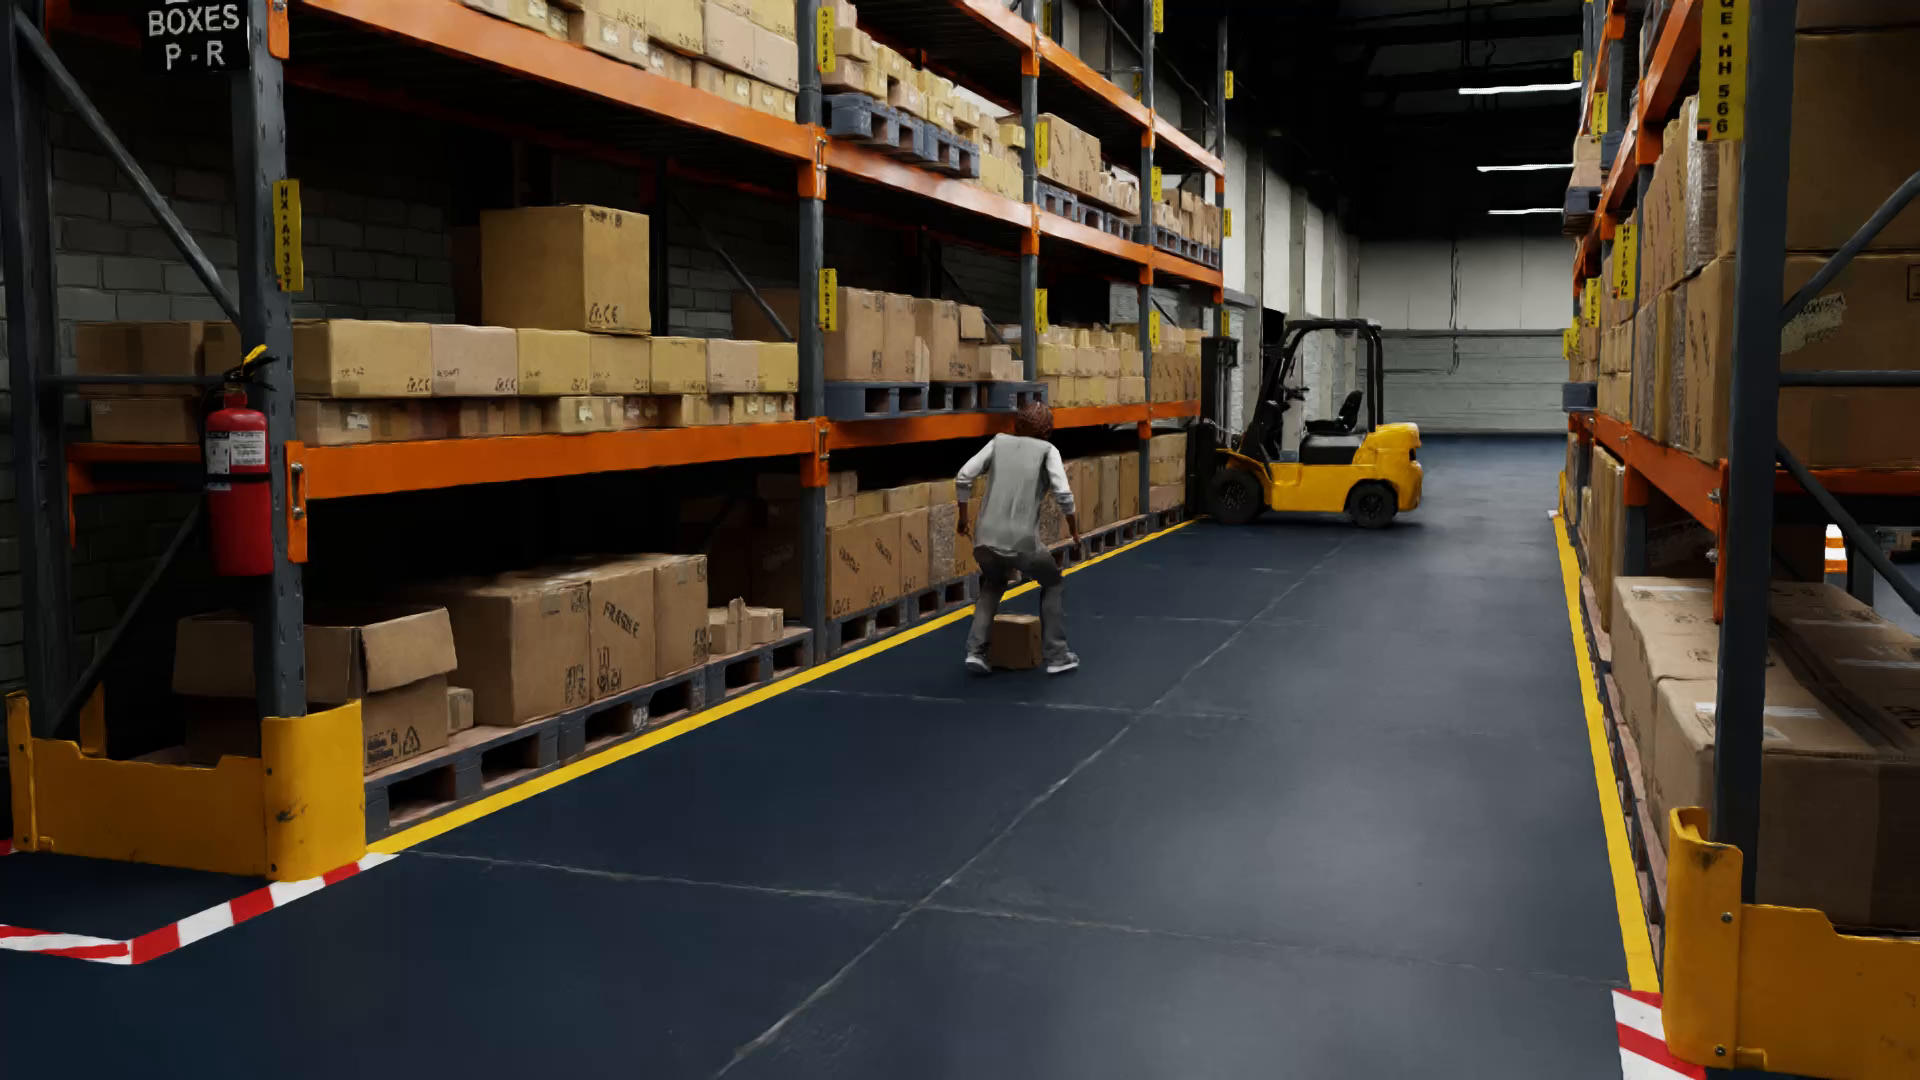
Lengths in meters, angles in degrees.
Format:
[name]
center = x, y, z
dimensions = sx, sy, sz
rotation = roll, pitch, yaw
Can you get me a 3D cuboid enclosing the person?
[person]
center = 0.322, 0.006, 8.478
dimensions = 0.656, 1.416, 0.687
rotation = 2, 6, 24
